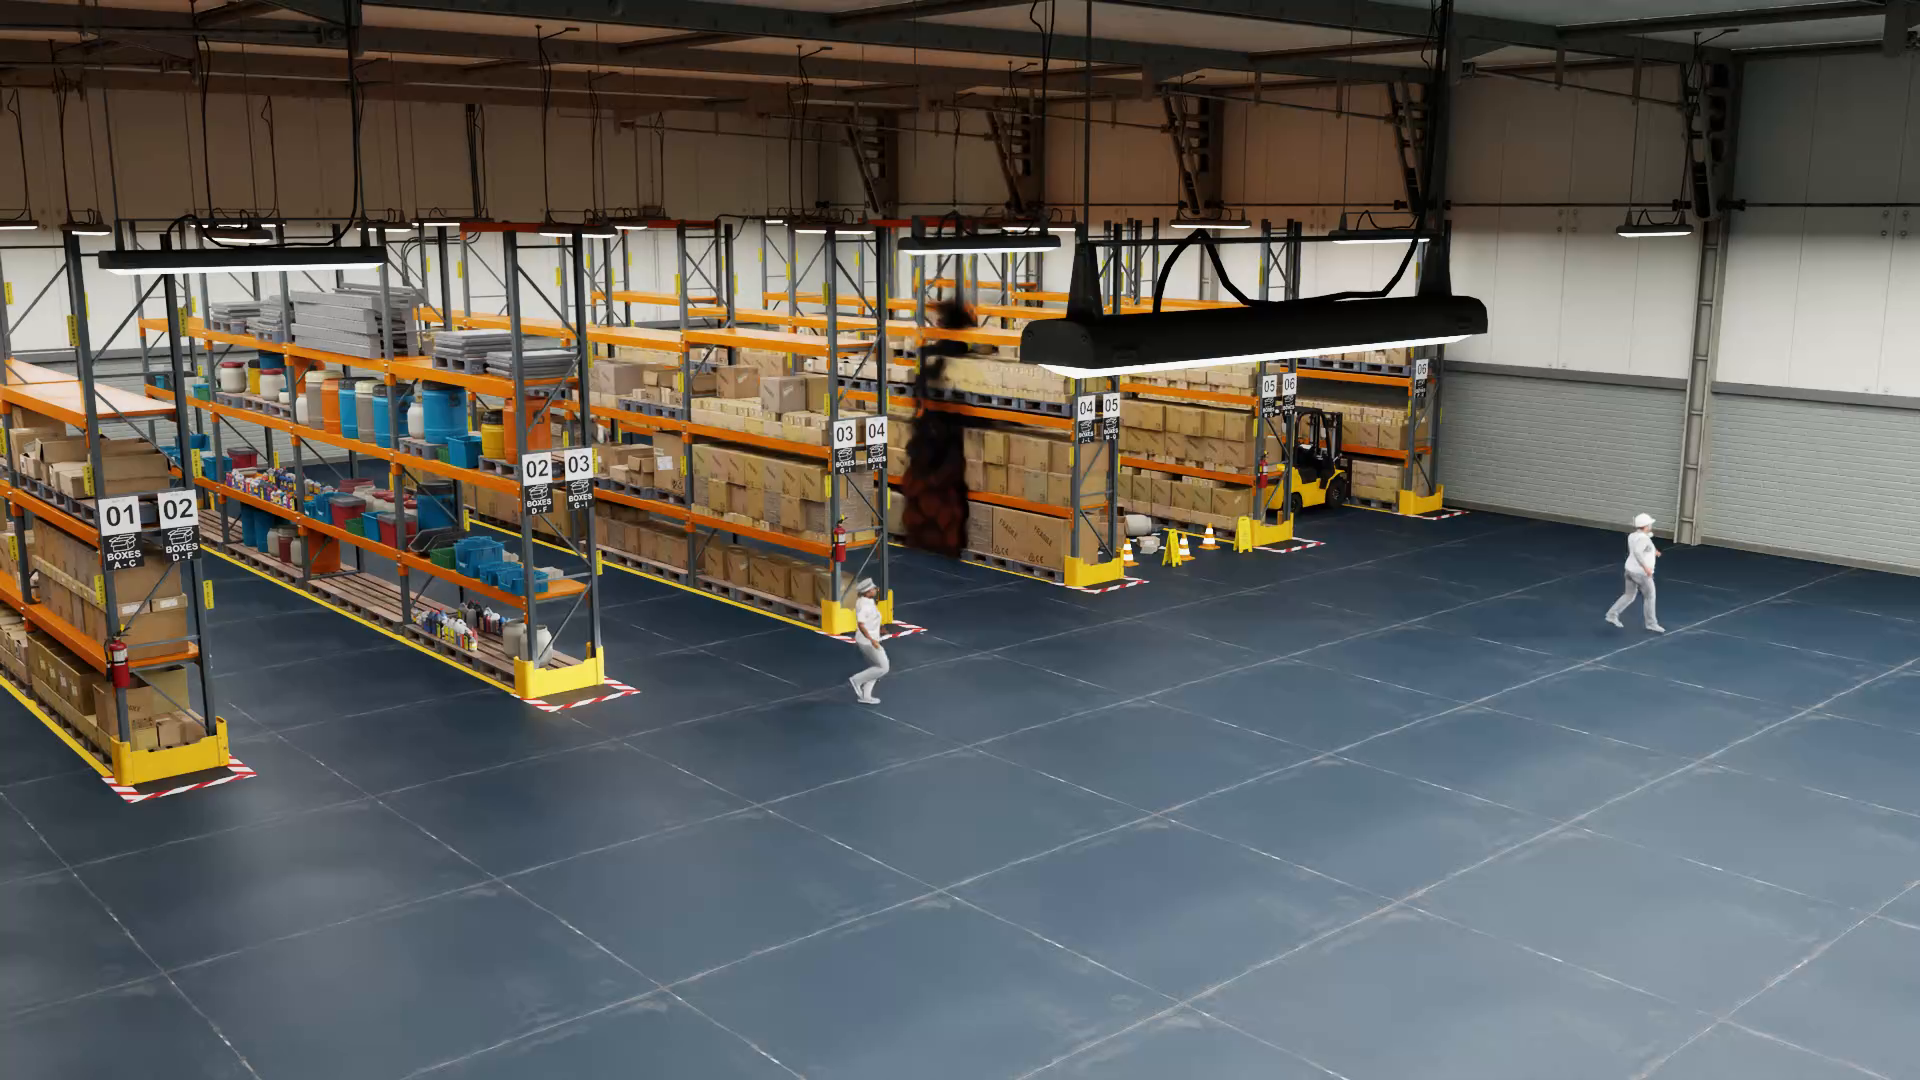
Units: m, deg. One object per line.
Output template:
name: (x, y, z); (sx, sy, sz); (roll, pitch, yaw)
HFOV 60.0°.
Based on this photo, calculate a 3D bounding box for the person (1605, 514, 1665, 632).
person: (10.147, 0.489, 24.854); (0.878, 1.785, 0.656); (-1, 11, -7)

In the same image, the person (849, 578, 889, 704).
person: (-1.167, 1.296, 21.323); (0.563, 1.663, 0.584); (-3, 12, -14)

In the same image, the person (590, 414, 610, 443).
person: (-8.173, -1.971, 37.256); (0.669, 1.762, 0.667); (-7, 13, -30)
